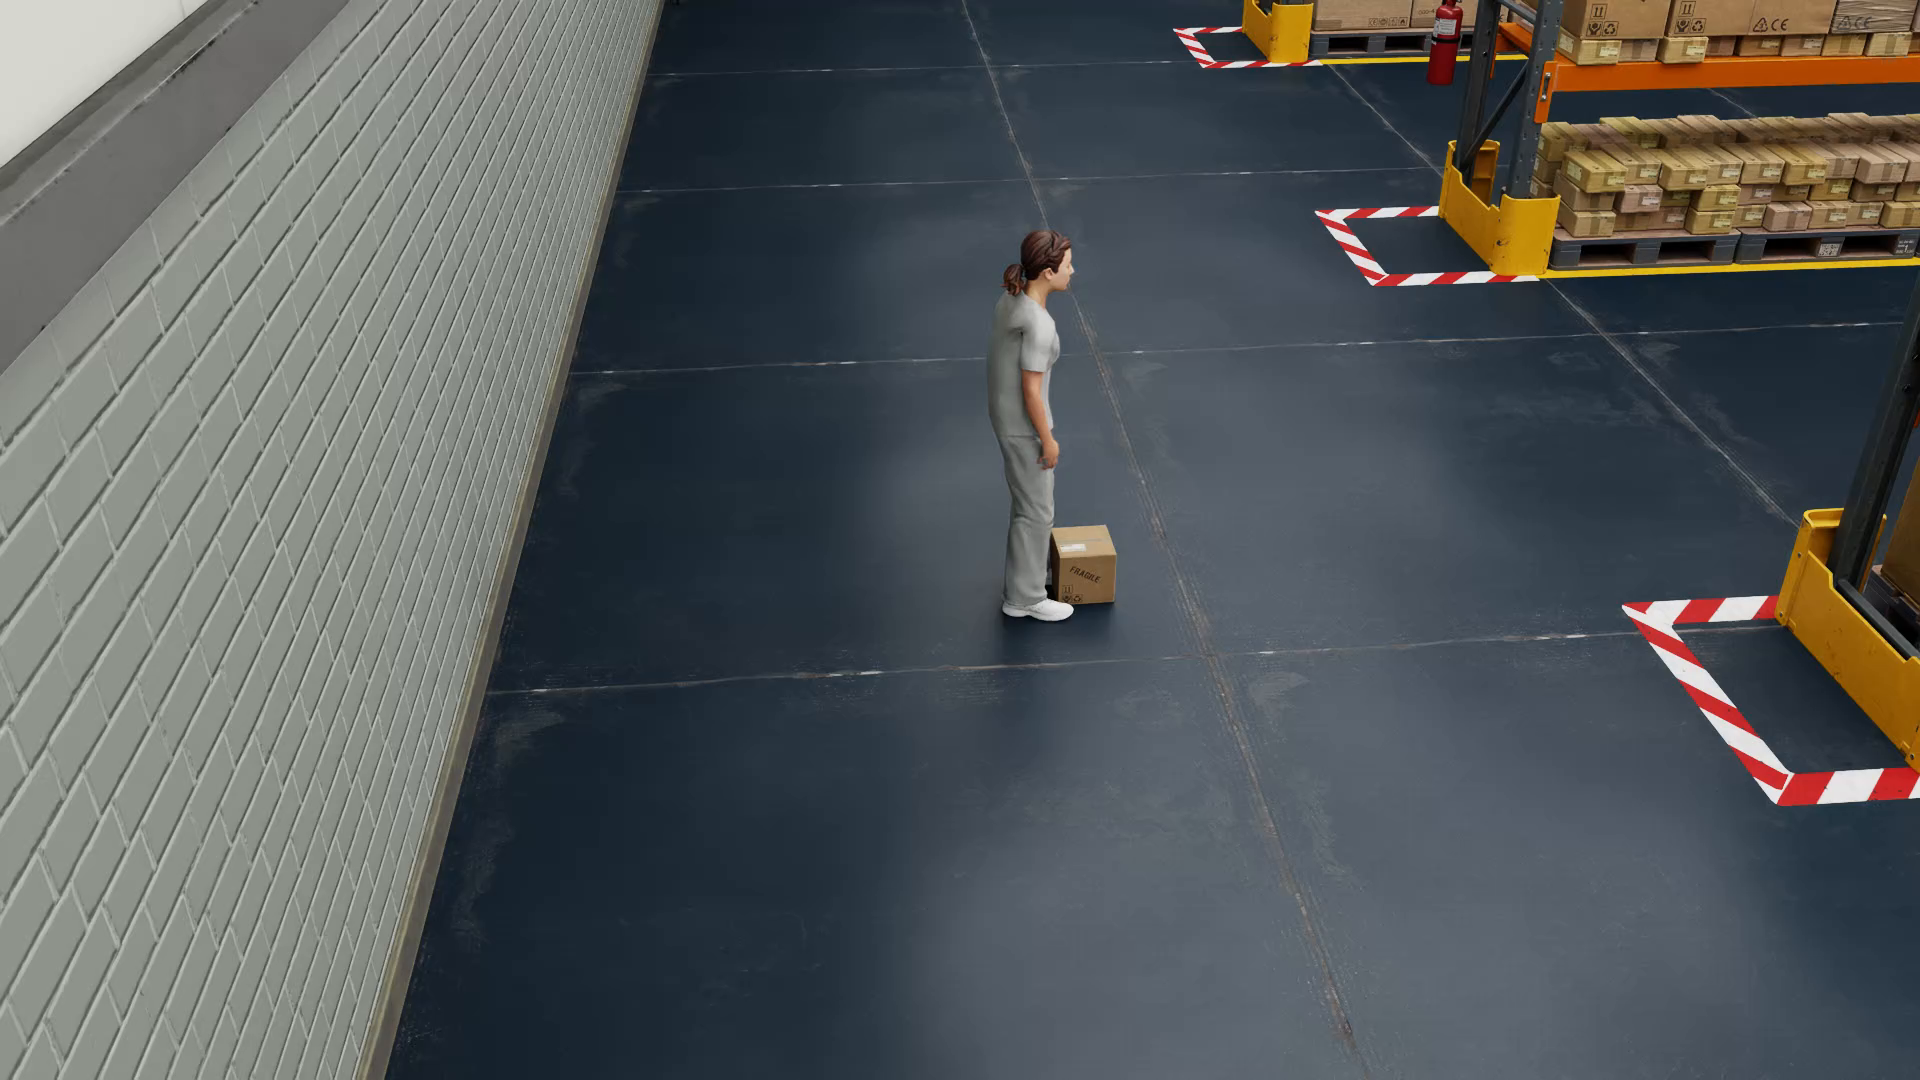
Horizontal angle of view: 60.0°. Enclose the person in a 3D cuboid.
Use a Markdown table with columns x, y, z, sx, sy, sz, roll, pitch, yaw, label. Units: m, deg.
| x | y | z | sx | sy | sz | roll | pitch | yaw | label |
| --- | --- | --- | --- | --- | --- | --- | --- | --- | --- |
| 0.321 | -0.486 | 6.936 | 0.407 | 1.673 | 0.511 | -4 | 31 | -7 | person |
